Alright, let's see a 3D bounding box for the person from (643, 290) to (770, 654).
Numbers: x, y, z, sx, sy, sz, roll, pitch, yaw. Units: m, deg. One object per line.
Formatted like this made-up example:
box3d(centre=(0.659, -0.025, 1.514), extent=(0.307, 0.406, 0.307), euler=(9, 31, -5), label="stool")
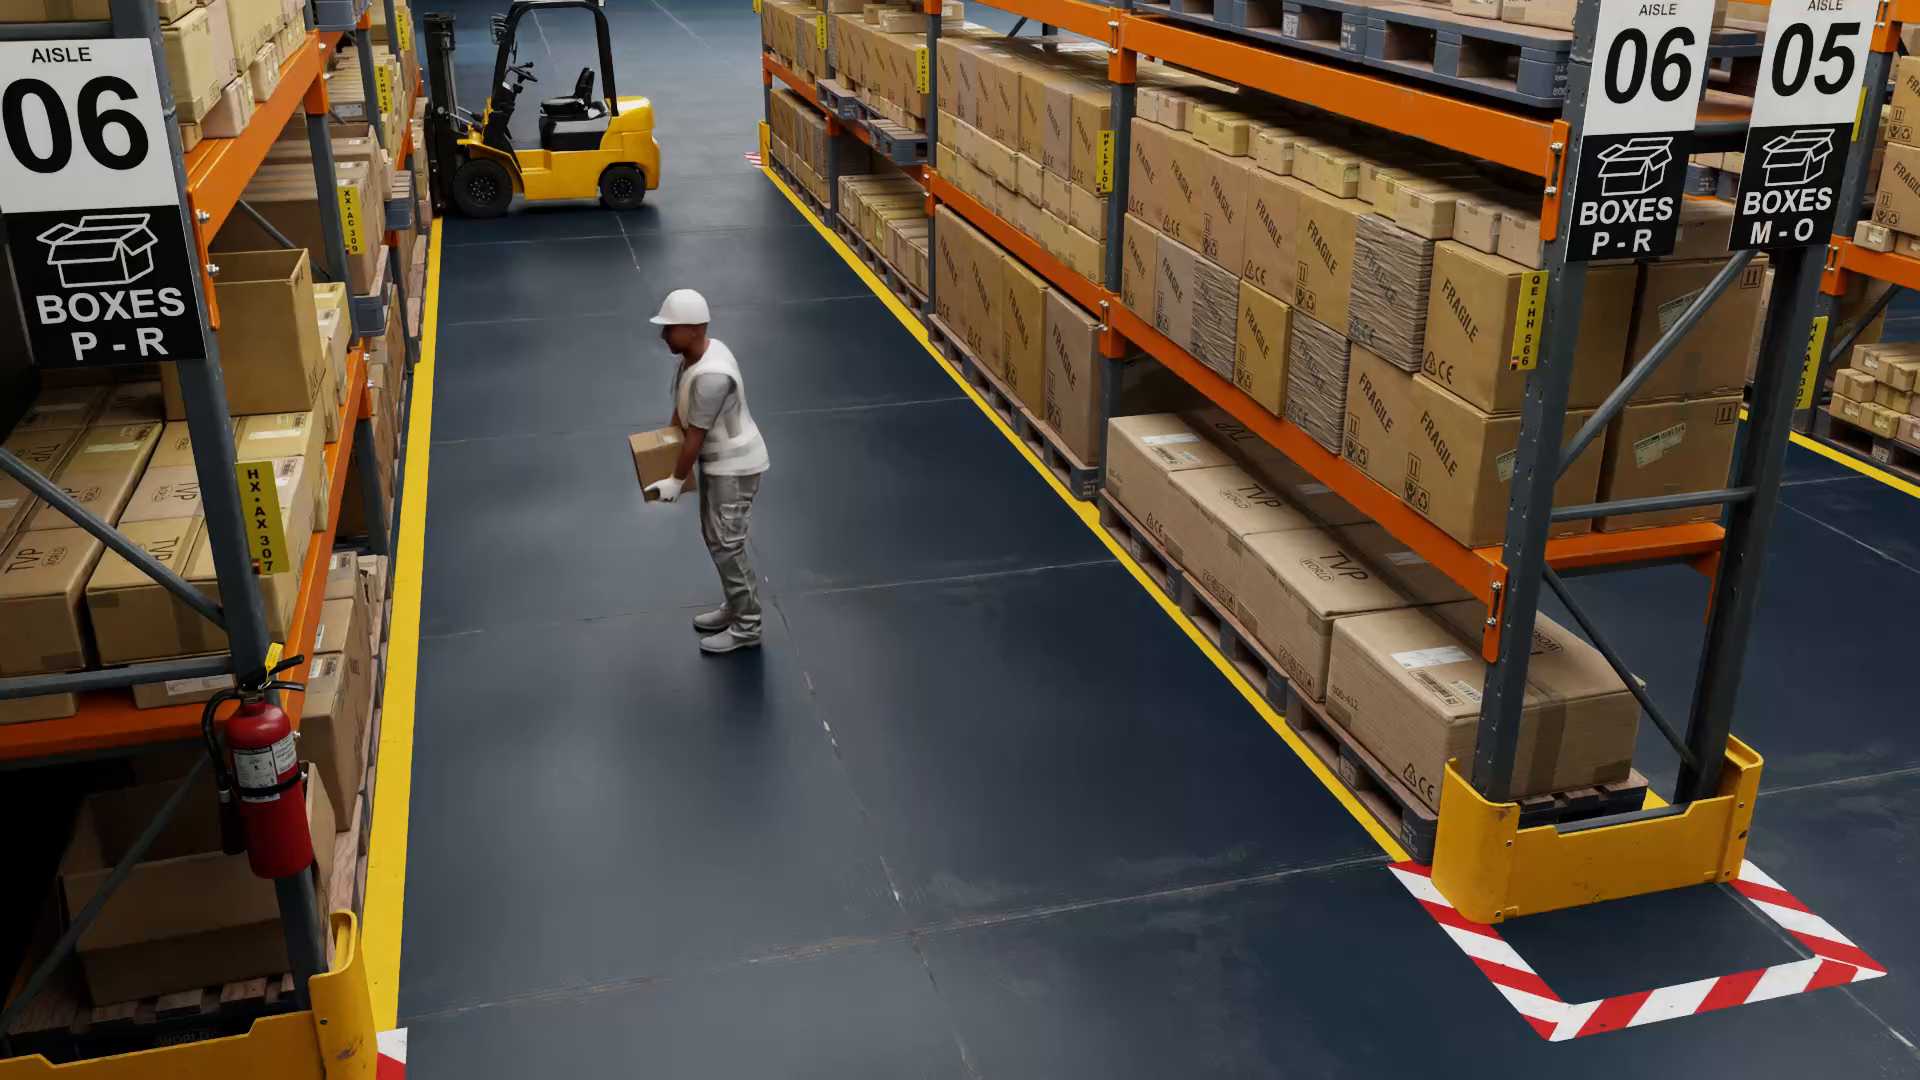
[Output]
box3d(centre=(-1.209, -0.324, 7.869), extent=(0.604, 1.761, 0.487), euler=(-7, 24, -15), label="person")
